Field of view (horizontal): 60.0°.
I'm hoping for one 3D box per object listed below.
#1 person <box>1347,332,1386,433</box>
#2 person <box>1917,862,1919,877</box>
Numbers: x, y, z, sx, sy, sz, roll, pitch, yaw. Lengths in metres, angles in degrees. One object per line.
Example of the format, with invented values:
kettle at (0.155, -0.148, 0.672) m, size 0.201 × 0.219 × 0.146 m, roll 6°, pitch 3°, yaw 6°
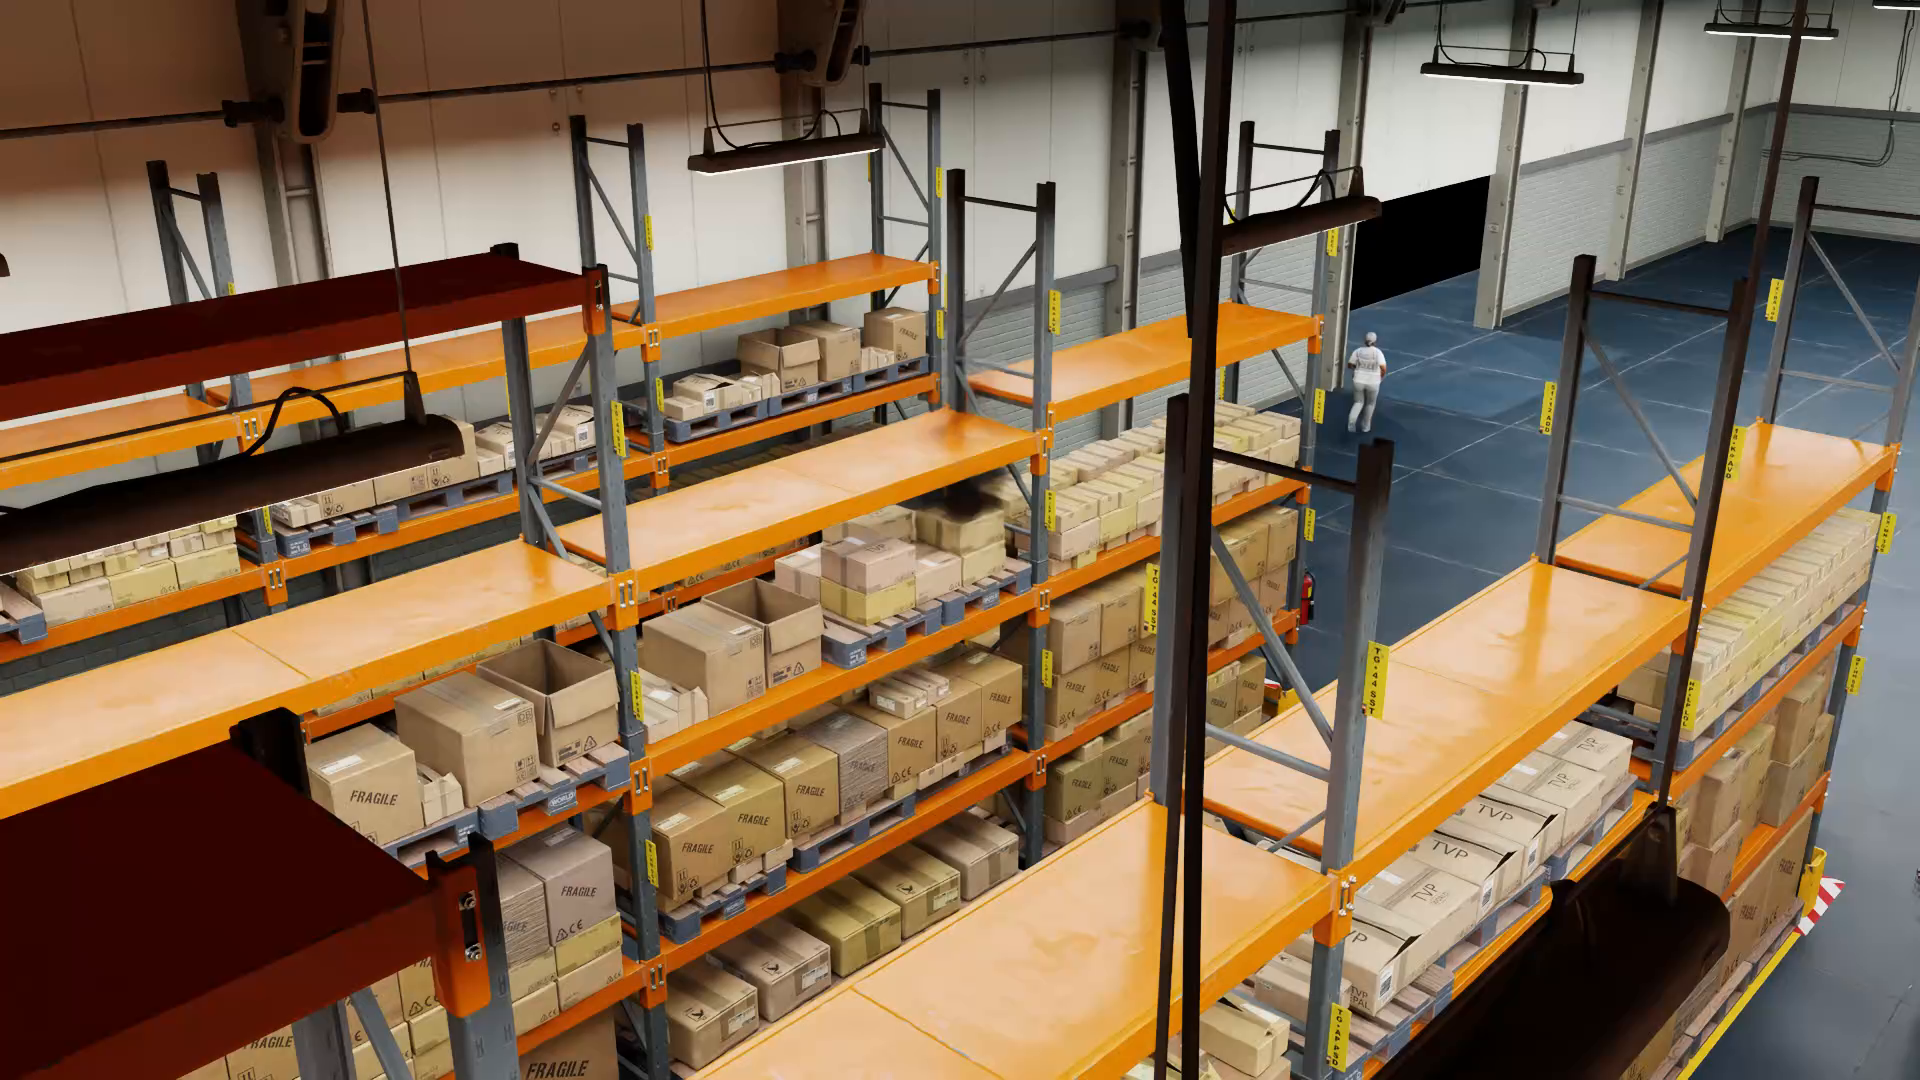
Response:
person at (6.361, -2.441, 26.049) m, size 0.621 × 1.655 × 0.754 m, roll 10°, pitch 23°, yaw 24°
person at (7.486, 2.778, 12.432) m, size 0.676 × 1.769 × 0.698 m, roll 10°, pitch 24°, yaw 25°
